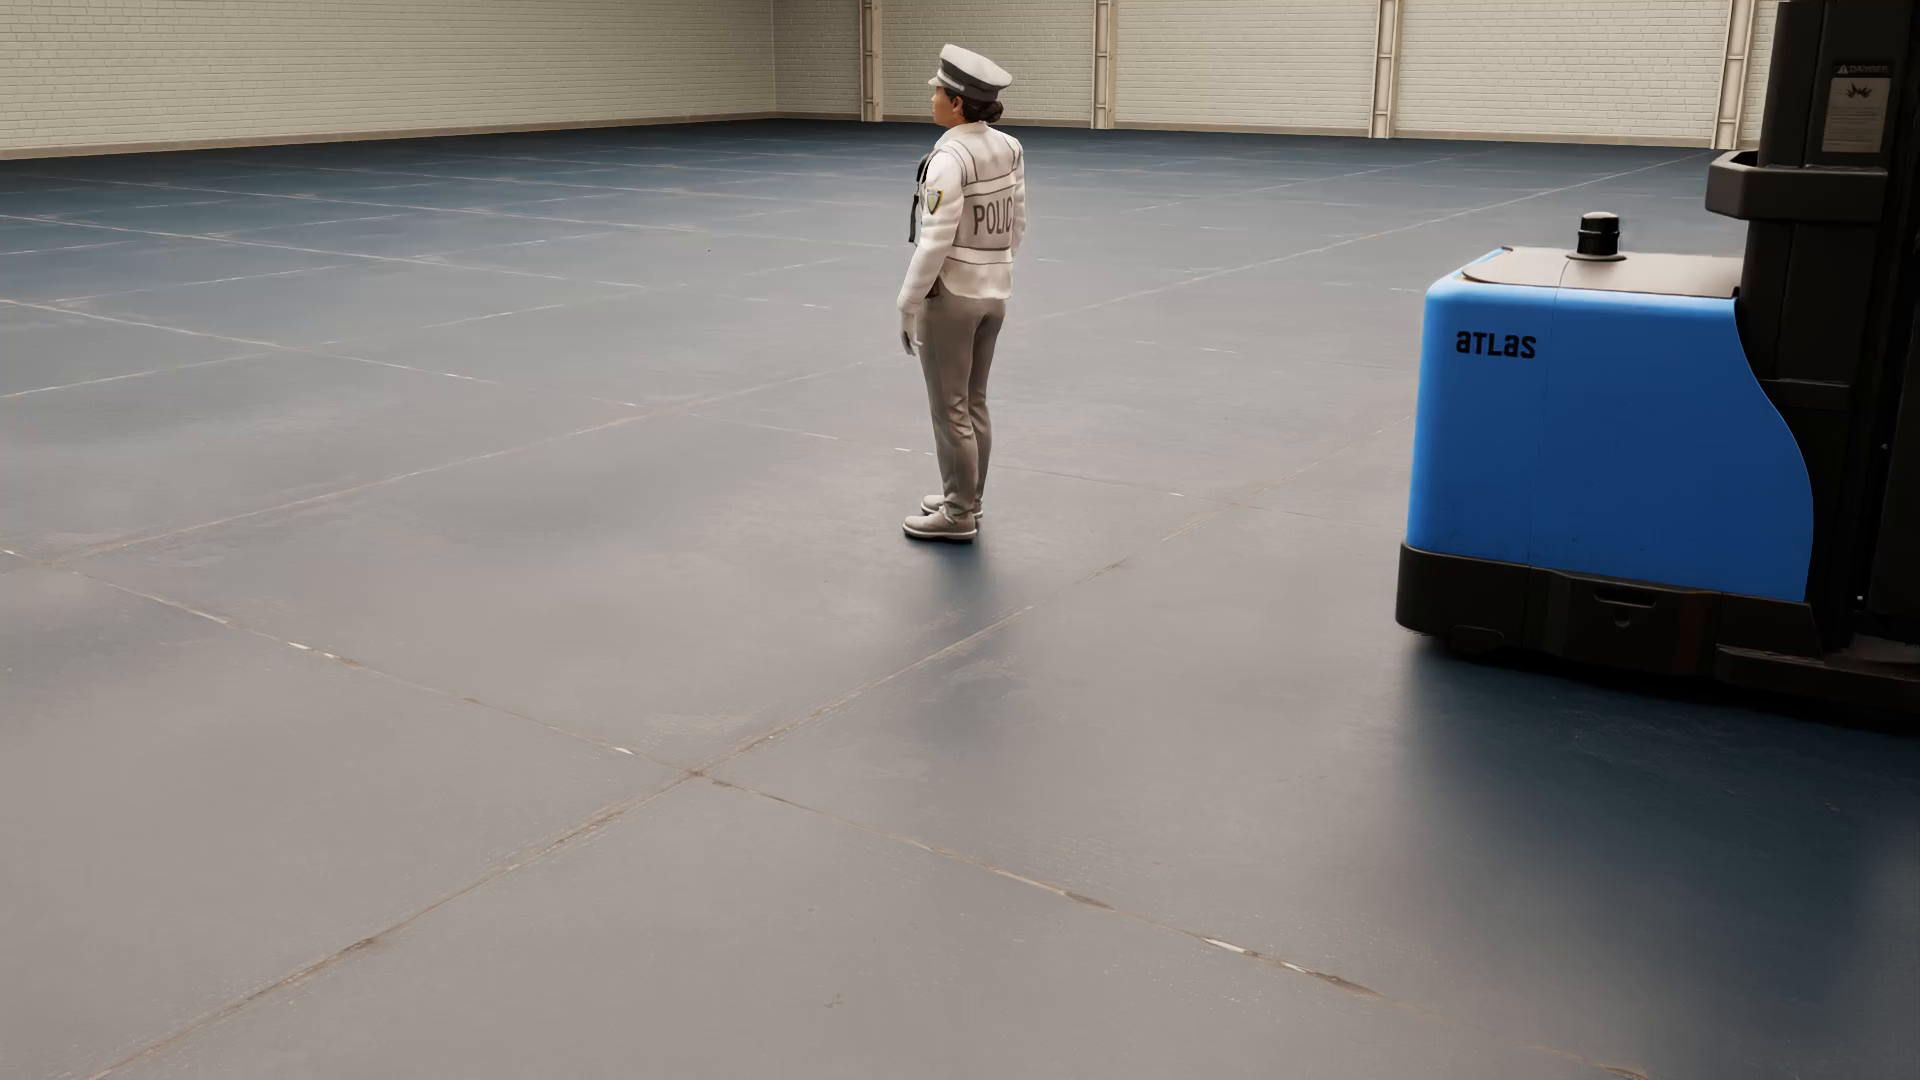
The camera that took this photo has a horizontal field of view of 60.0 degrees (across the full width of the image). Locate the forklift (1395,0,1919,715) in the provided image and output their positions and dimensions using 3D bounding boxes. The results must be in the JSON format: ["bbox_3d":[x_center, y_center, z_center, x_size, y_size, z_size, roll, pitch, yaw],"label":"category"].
[{"bbox_3d":[2.829,-1.011,4.214,3.031,2.935,1.130,9,19,27],"label":"forklift"}]

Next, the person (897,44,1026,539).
[{"bbox_3d":[-0.053,-0.832,5.747,0.530,1.694,0.586,11,20,33],"label":"person"}]
